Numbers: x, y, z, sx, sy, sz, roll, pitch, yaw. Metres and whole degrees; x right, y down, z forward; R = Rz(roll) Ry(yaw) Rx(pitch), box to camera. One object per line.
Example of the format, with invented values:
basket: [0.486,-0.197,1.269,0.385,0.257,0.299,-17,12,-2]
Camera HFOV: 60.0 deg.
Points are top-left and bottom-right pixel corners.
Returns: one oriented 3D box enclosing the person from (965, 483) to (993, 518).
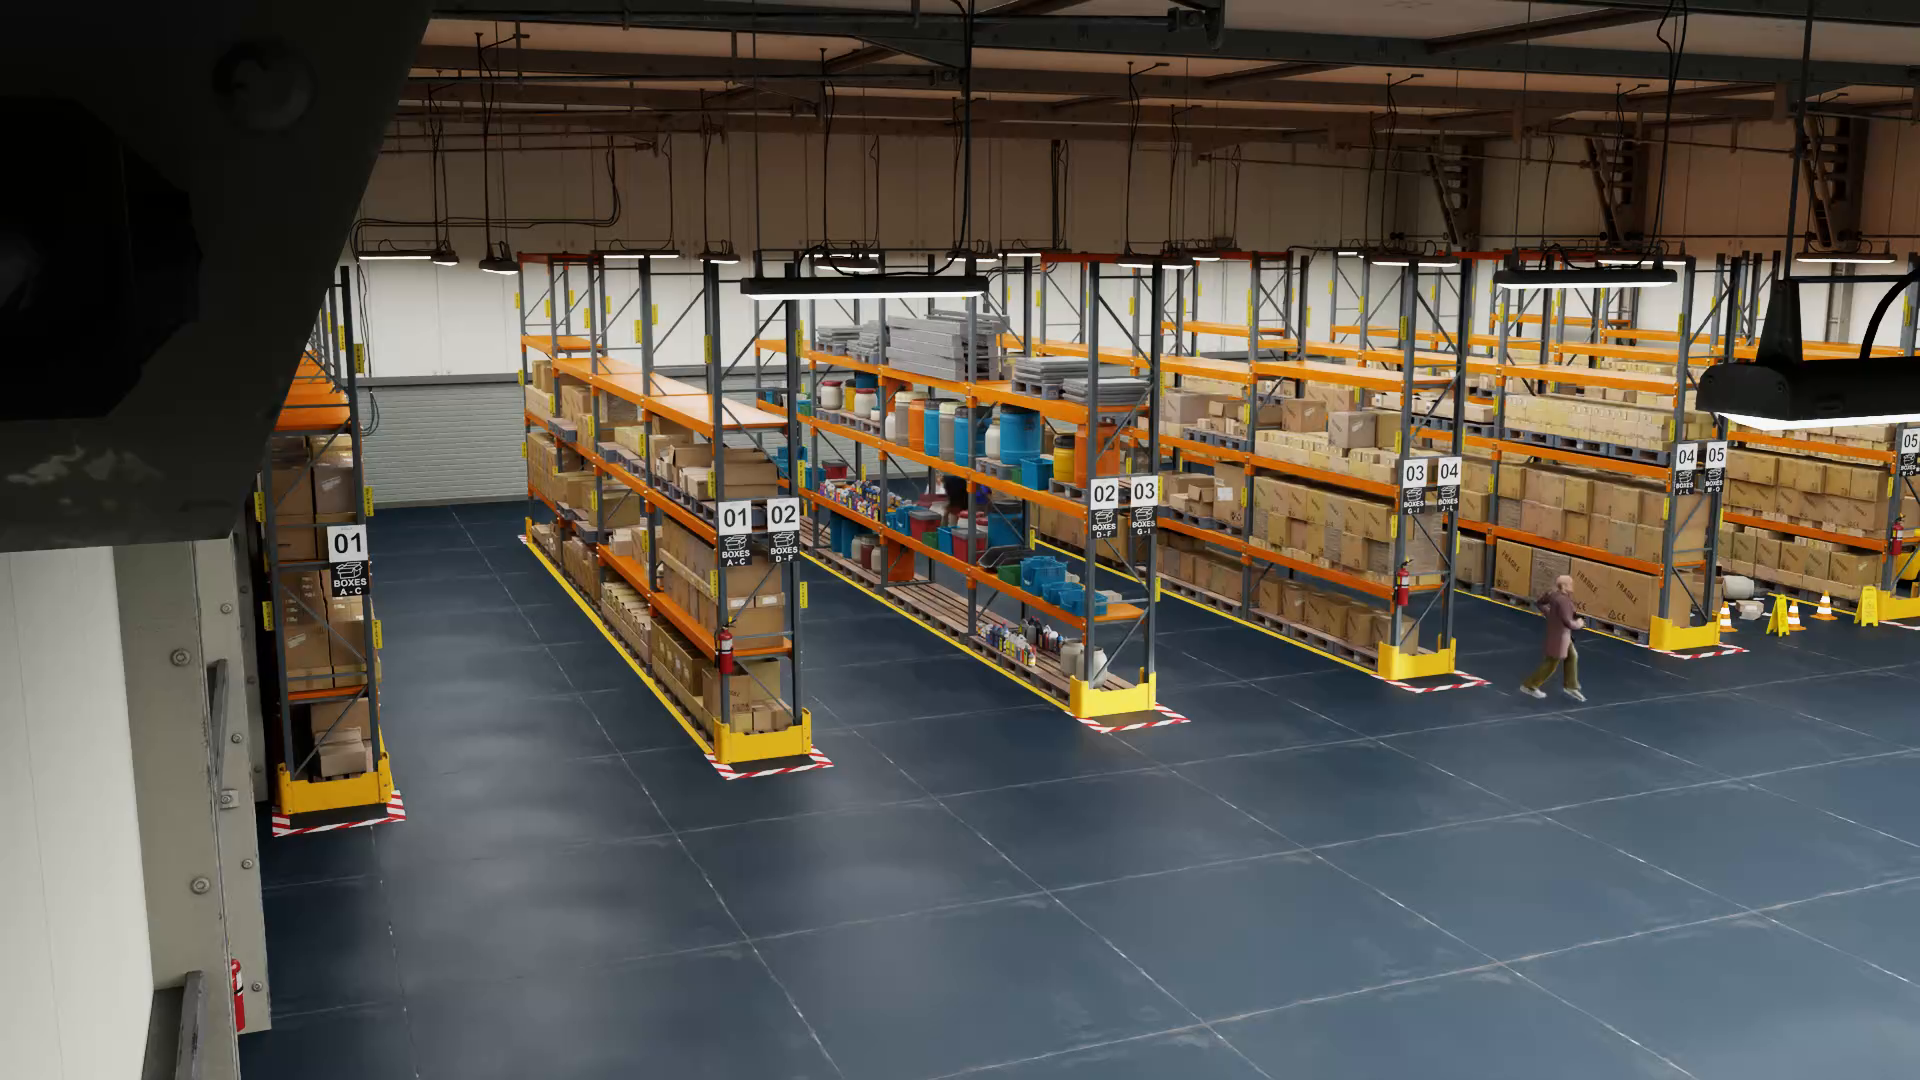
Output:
person: [0.378,-0.627,34.148,0.595,1.629,0.702,-4,11,-19]

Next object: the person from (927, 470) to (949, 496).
person: [-0.457,-0.570,33.497,0.553,1.734,0.800,-5,11,-24]

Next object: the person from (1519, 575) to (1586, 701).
person: [8.170,1.365,22.700,0.935,1.818,0.717,1,10,7]
